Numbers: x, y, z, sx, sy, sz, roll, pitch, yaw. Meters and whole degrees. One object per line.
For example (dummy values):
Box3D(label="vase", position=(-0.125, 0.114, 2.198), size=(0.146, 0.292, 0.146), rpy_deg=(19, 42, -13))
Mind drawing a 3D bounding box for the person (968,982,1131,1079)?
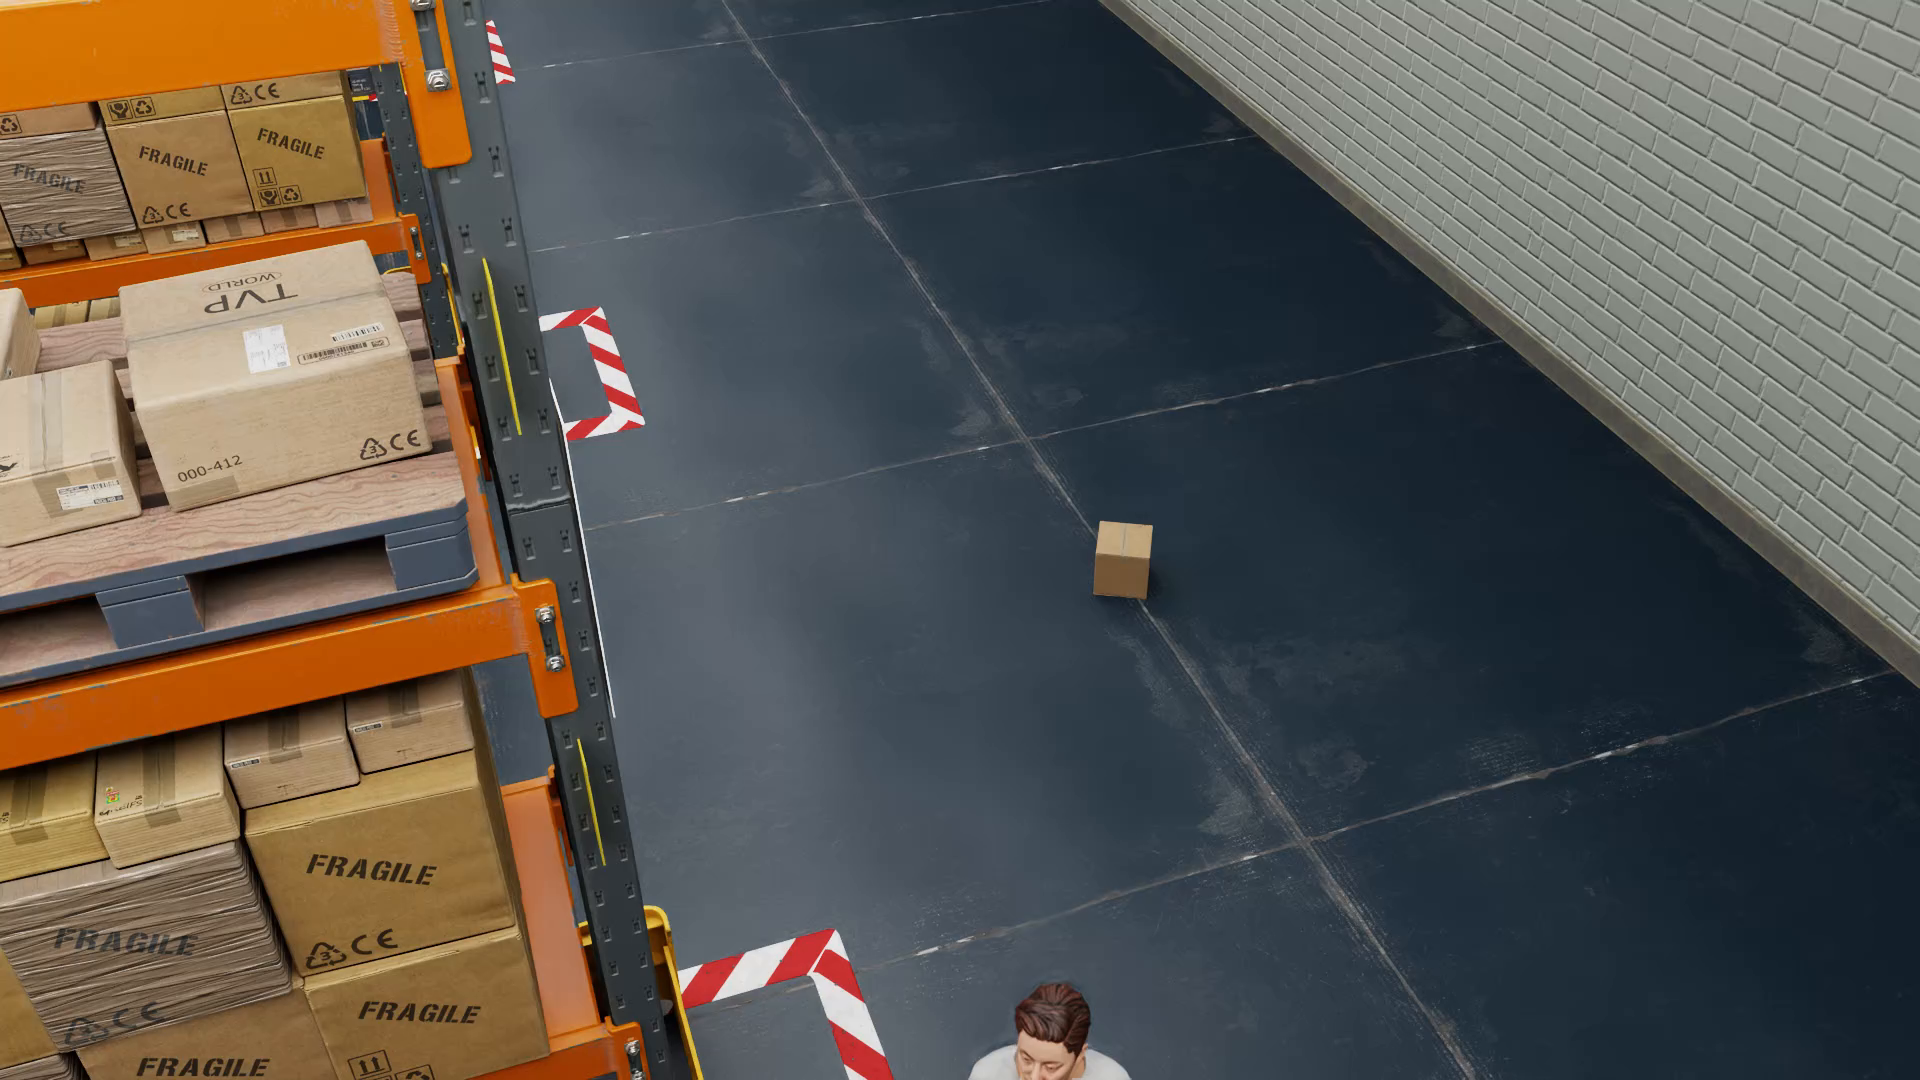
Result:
Box3D(label="person", position=(0.227, 1.812, 4.428), size=(0.484, 1.679, 0.470), rpy_deg=(4, 38, 6))
